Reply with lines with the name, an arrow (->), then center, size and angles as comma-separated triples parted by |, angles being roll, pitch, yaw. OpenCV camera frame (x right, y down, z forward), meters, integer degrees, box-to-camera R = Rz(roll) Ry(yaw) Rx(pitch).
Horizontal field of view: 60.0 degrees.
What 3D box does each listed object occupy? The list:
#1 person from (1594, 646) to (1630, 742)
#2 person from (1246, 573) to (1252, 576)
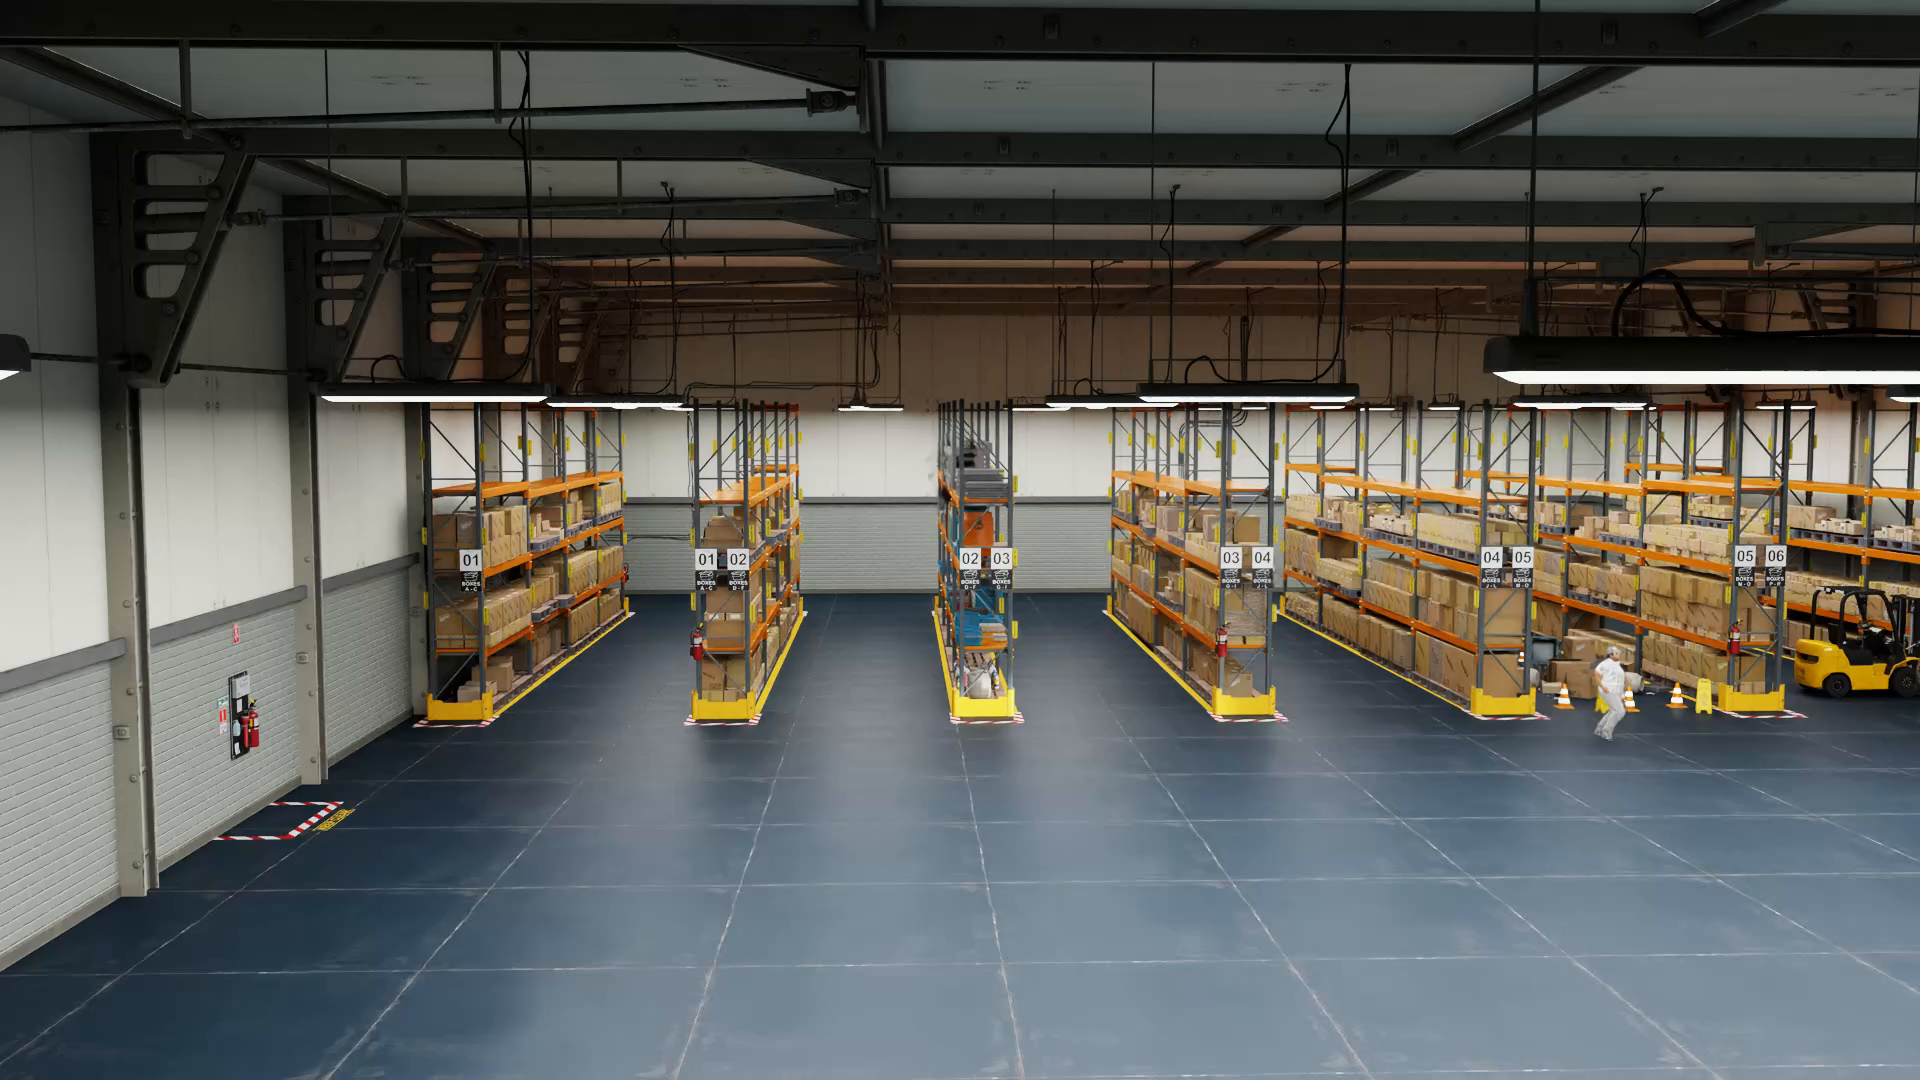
person -> 11.436, 2.700, 29.156 | 0.576, 1.686, 0.662 | 4, 6, 45
person -> 8.058, 1.351, 45.957 | 0.704, 1.797, 0.727 | 0, 4, 0
